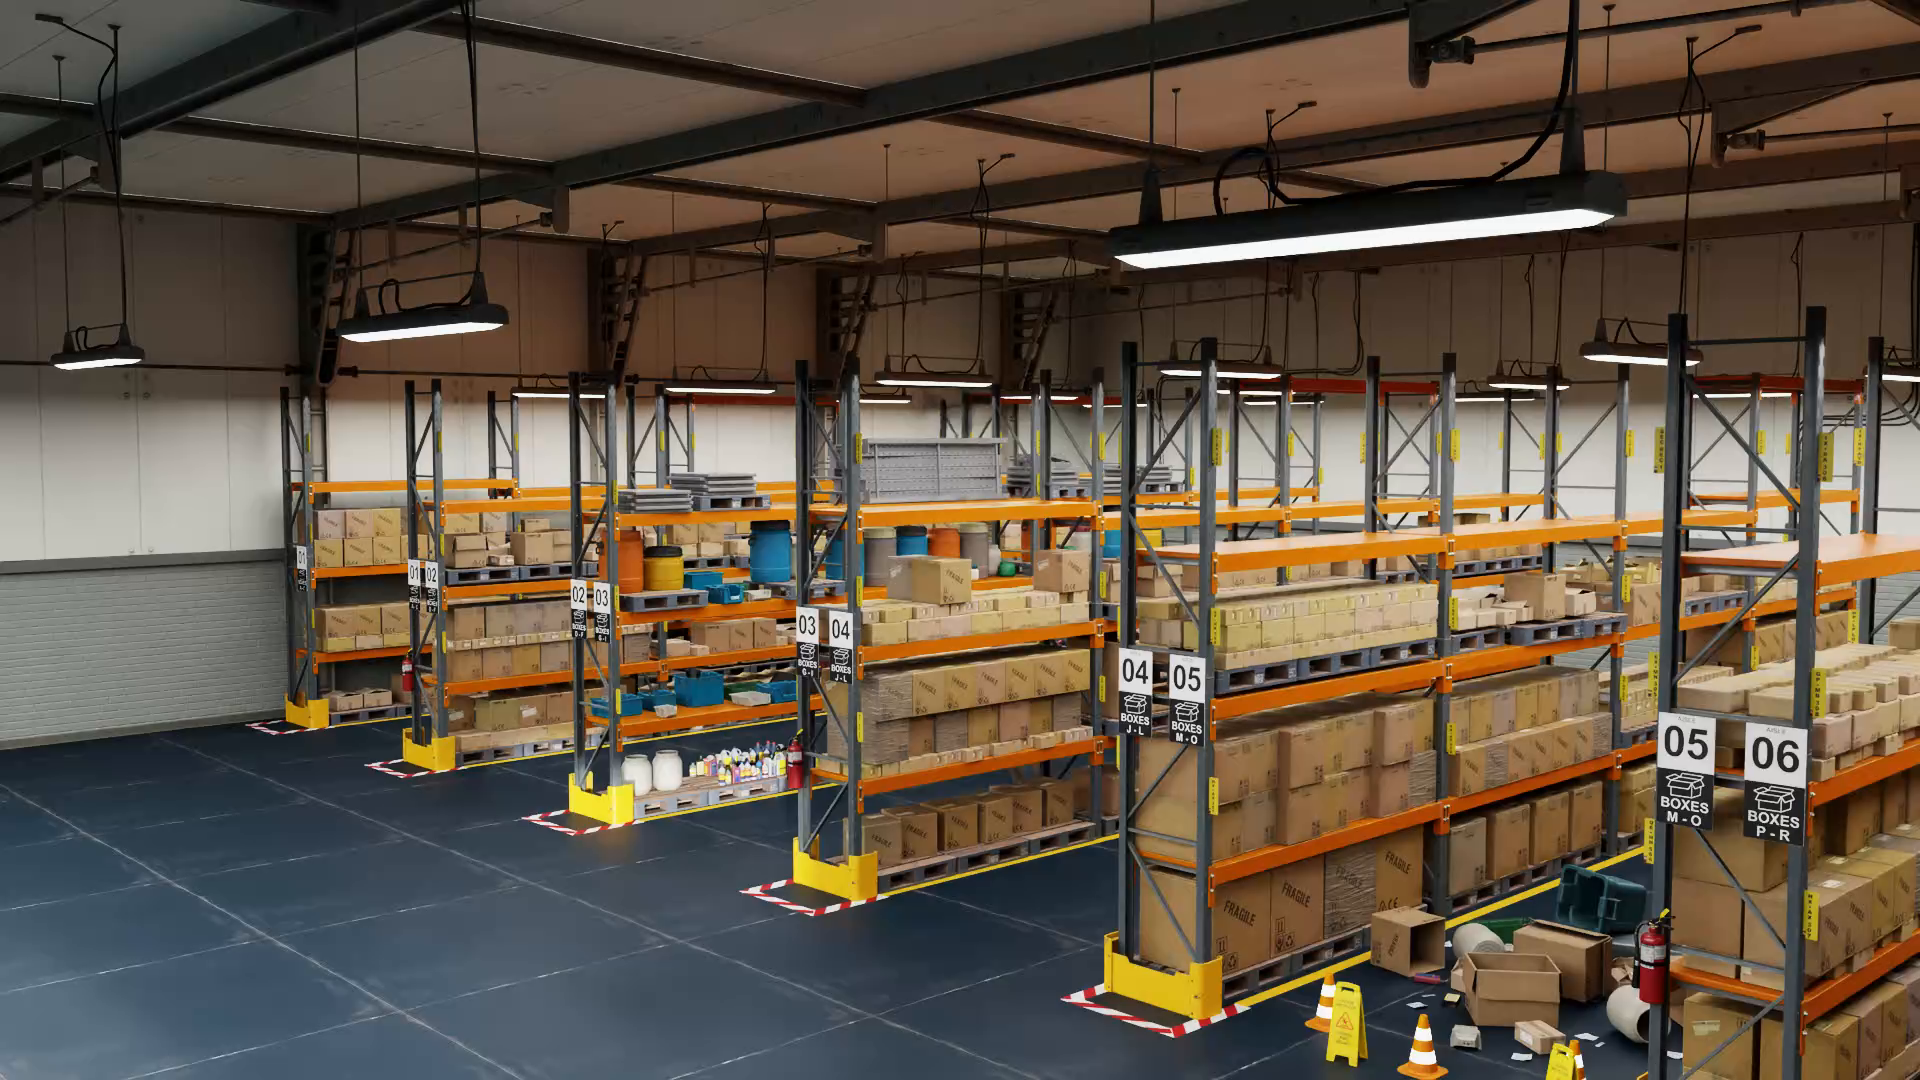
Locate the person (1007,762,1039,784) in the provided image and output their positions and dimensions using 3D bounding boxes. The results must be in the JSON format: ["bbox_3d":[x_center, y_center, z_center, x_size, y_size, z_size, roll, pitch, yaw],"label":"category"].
[{"bbox_3d":[0.963,2.838,23.181,0.637,1.779,0.751,3,5,42],"label":"person"}]

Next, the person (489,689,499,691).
[{"bbox_3d":[-7.930,2.468,28.790,0.659,1.766,0.986,2,4,33],"label":"person"}]
